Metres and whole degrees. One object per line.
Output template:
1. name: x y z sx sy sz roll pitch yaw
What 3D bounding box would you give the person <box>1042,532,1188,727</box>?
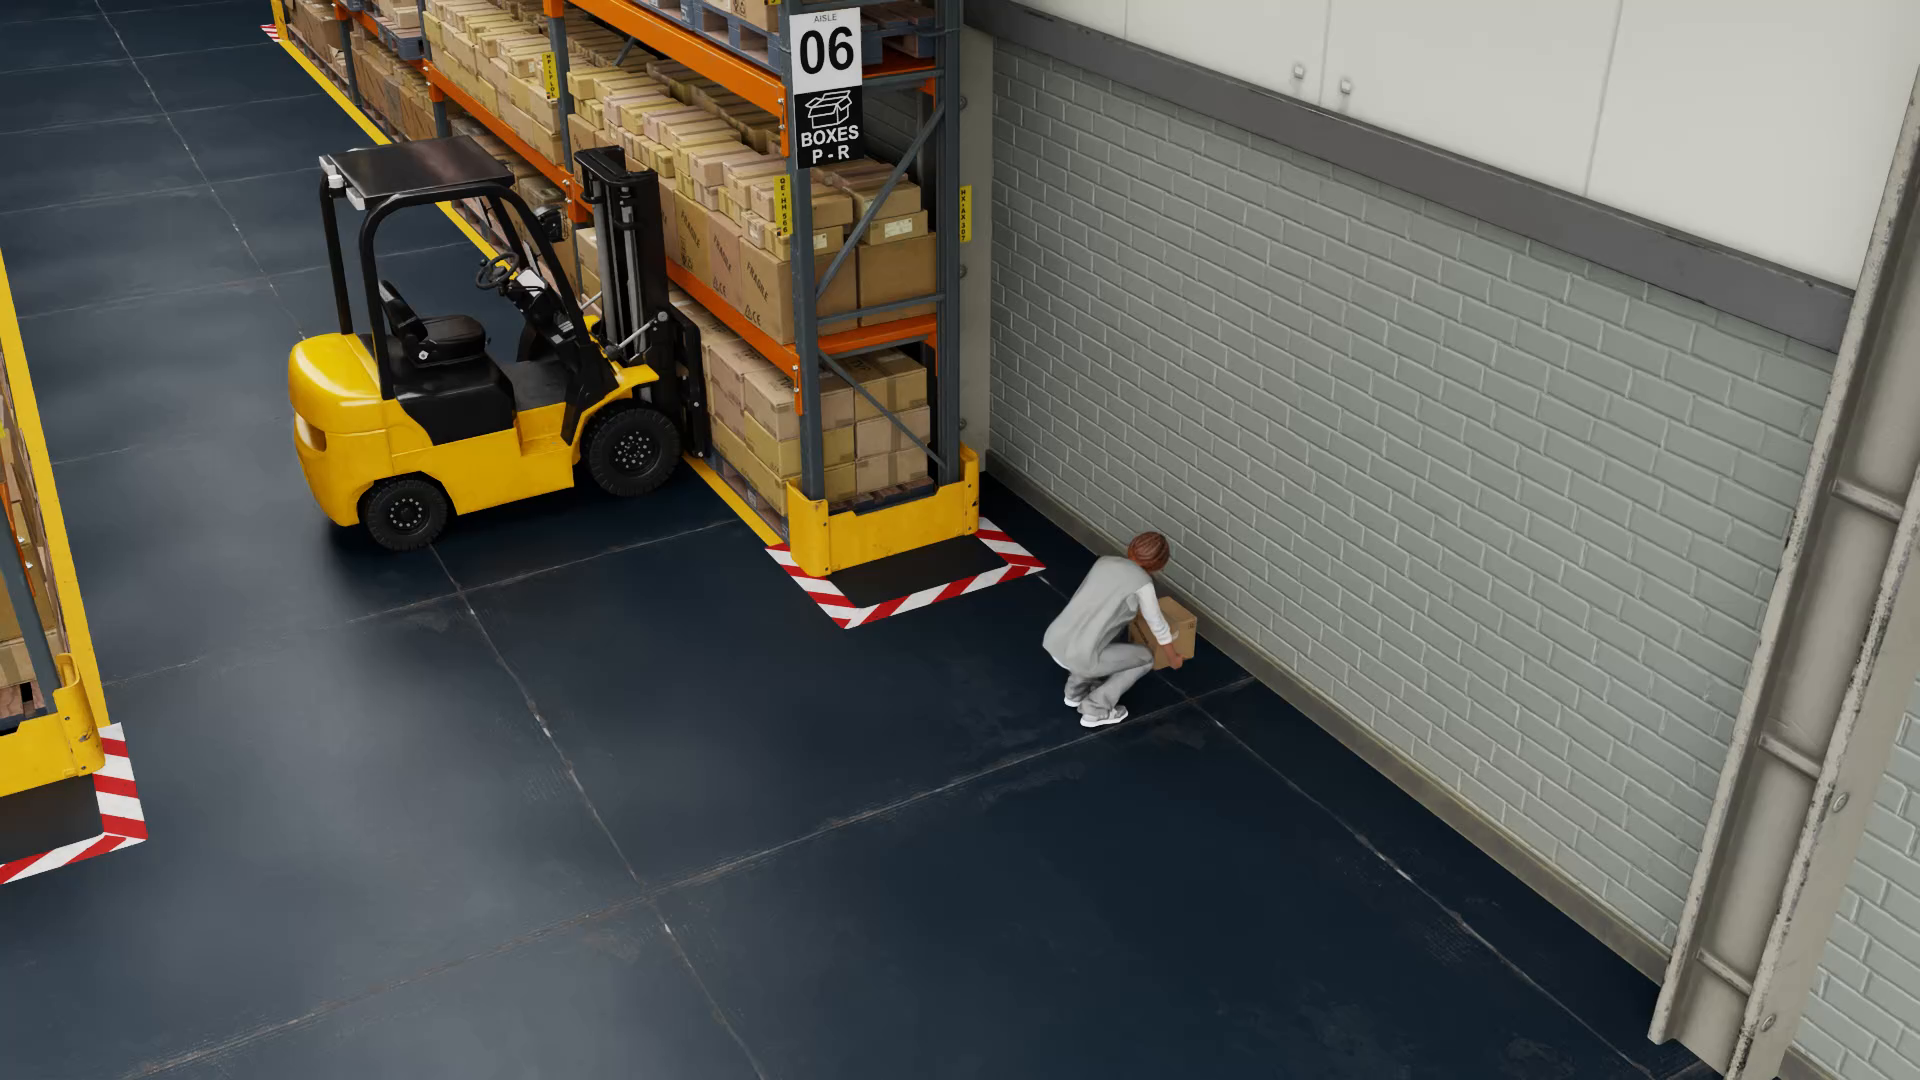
1. person: 0.779 0.454 8.452 0.802 0.922 0.423 -17 34 -27
